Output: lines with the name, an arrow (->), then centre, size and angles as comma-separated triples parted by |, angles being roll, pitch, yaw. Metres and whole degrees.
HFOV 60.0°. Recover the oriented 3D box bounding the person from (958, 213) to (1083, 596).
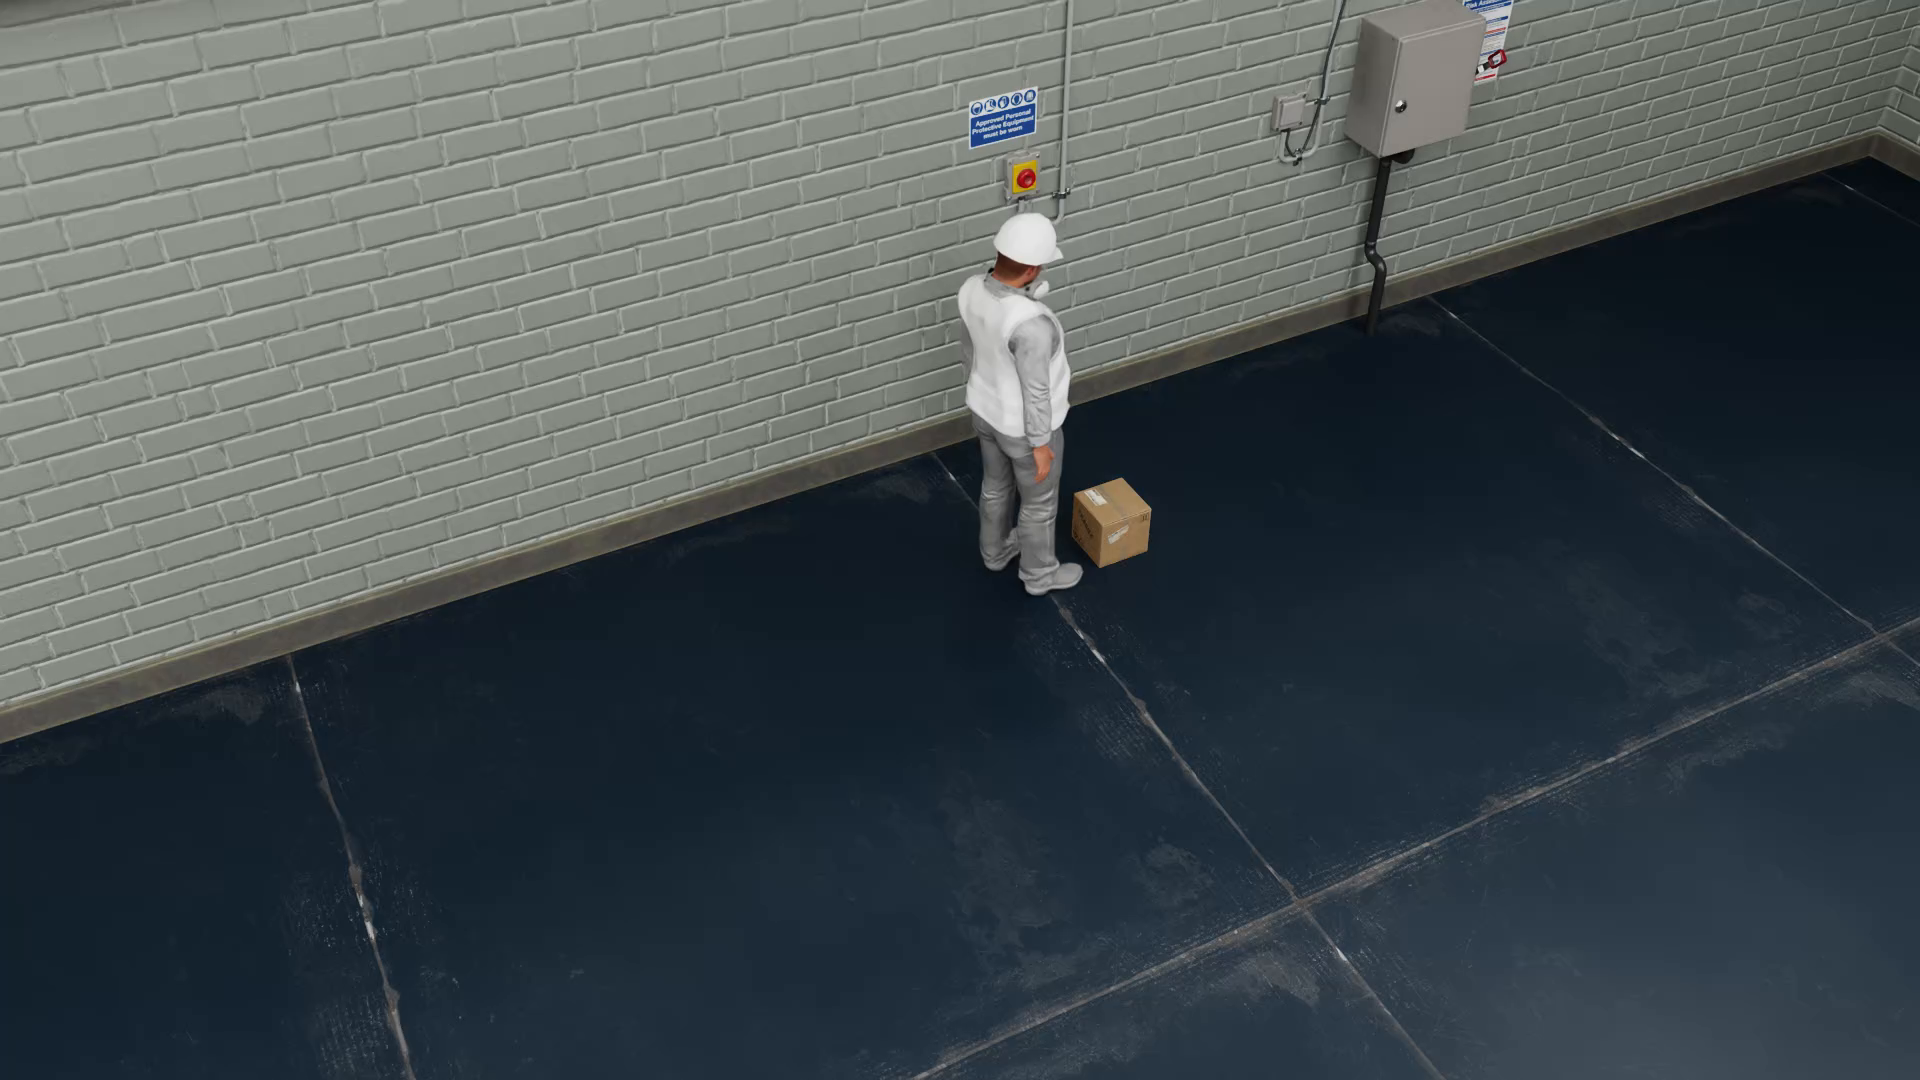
person -> 0.258, -0.535, 6.737 | 0.448, 1.791, 0.598 | -26, 47, -27
